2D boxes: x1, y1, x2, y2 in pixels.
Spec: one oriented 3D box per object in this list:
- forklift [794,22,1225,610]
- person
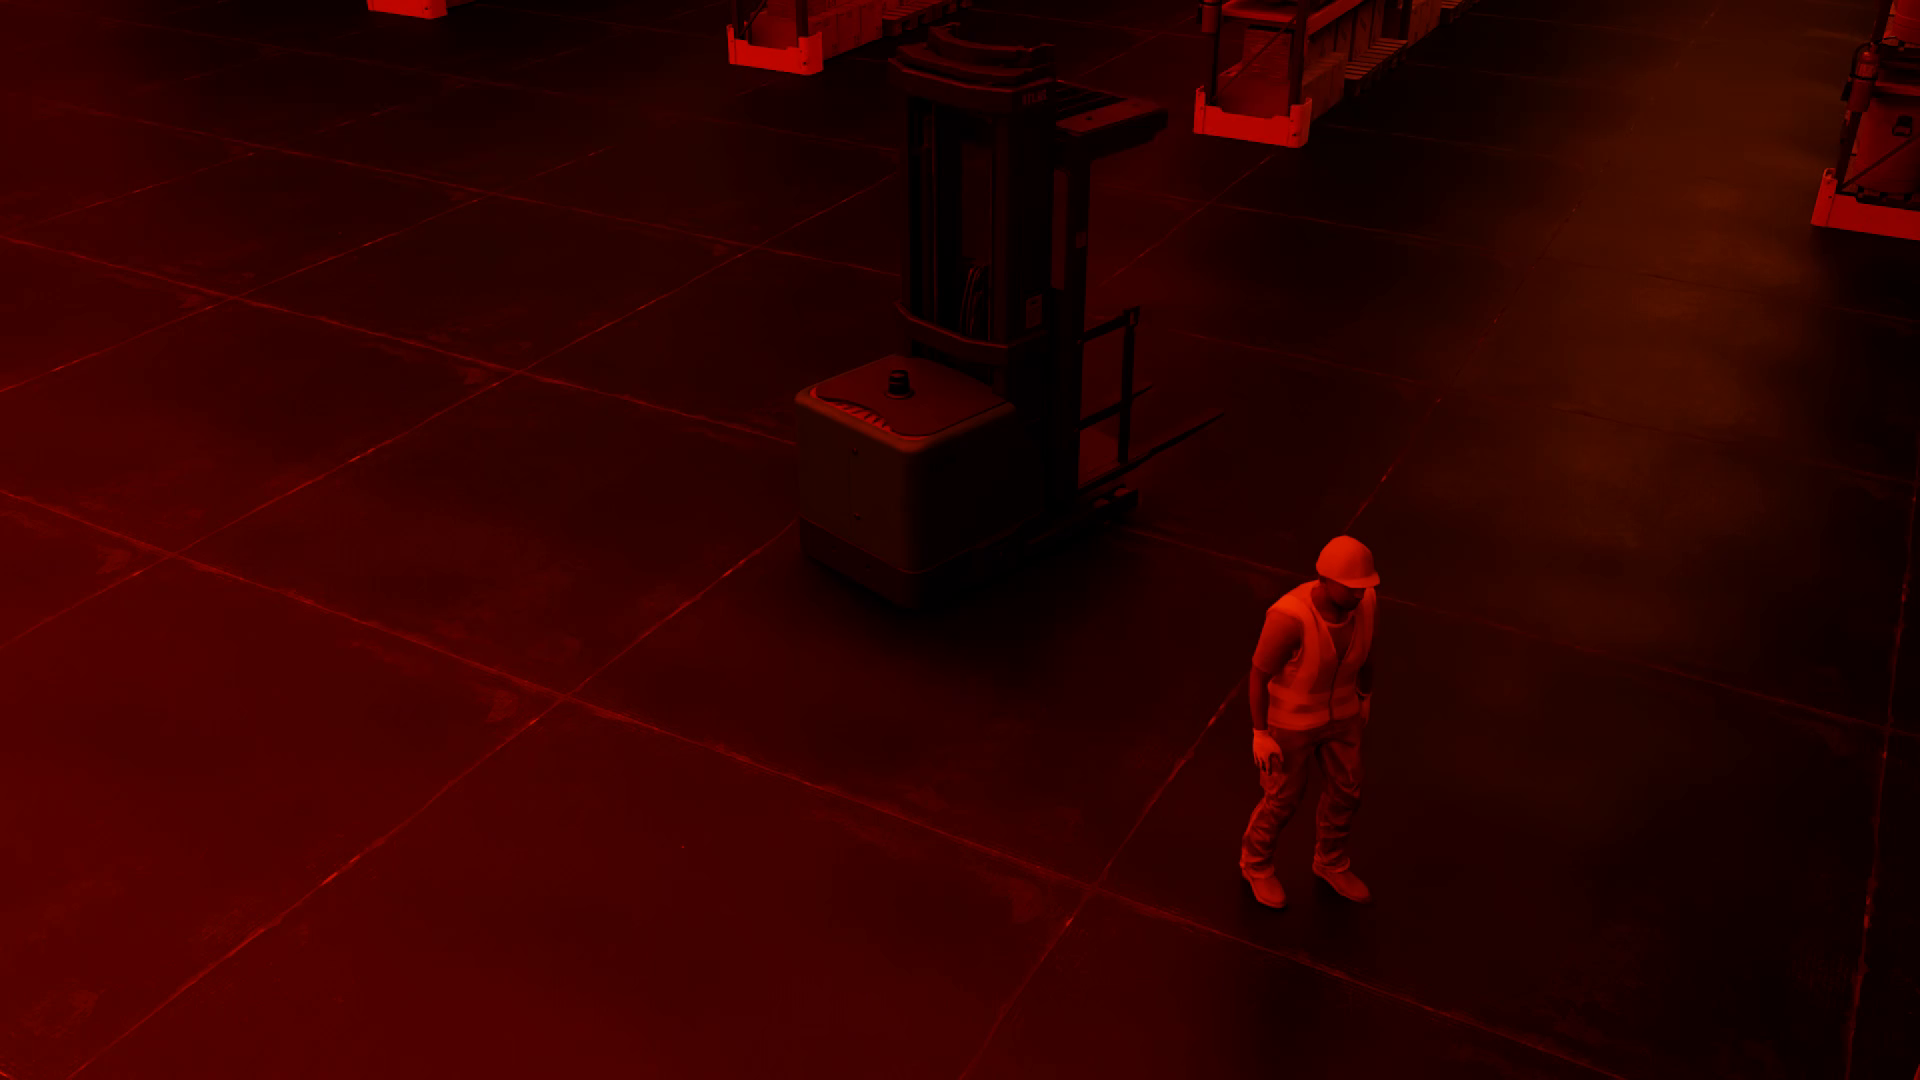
[{"bbox_3d":[0.453,-1.518,9.701,3.031,2.935,1.130,-26,39,-38],"label":"forklift"},{"bbox_3d":[1.486,0.763,6.924,0.629,1.785,0.462,-13,32,-21],"label":"person"}]
